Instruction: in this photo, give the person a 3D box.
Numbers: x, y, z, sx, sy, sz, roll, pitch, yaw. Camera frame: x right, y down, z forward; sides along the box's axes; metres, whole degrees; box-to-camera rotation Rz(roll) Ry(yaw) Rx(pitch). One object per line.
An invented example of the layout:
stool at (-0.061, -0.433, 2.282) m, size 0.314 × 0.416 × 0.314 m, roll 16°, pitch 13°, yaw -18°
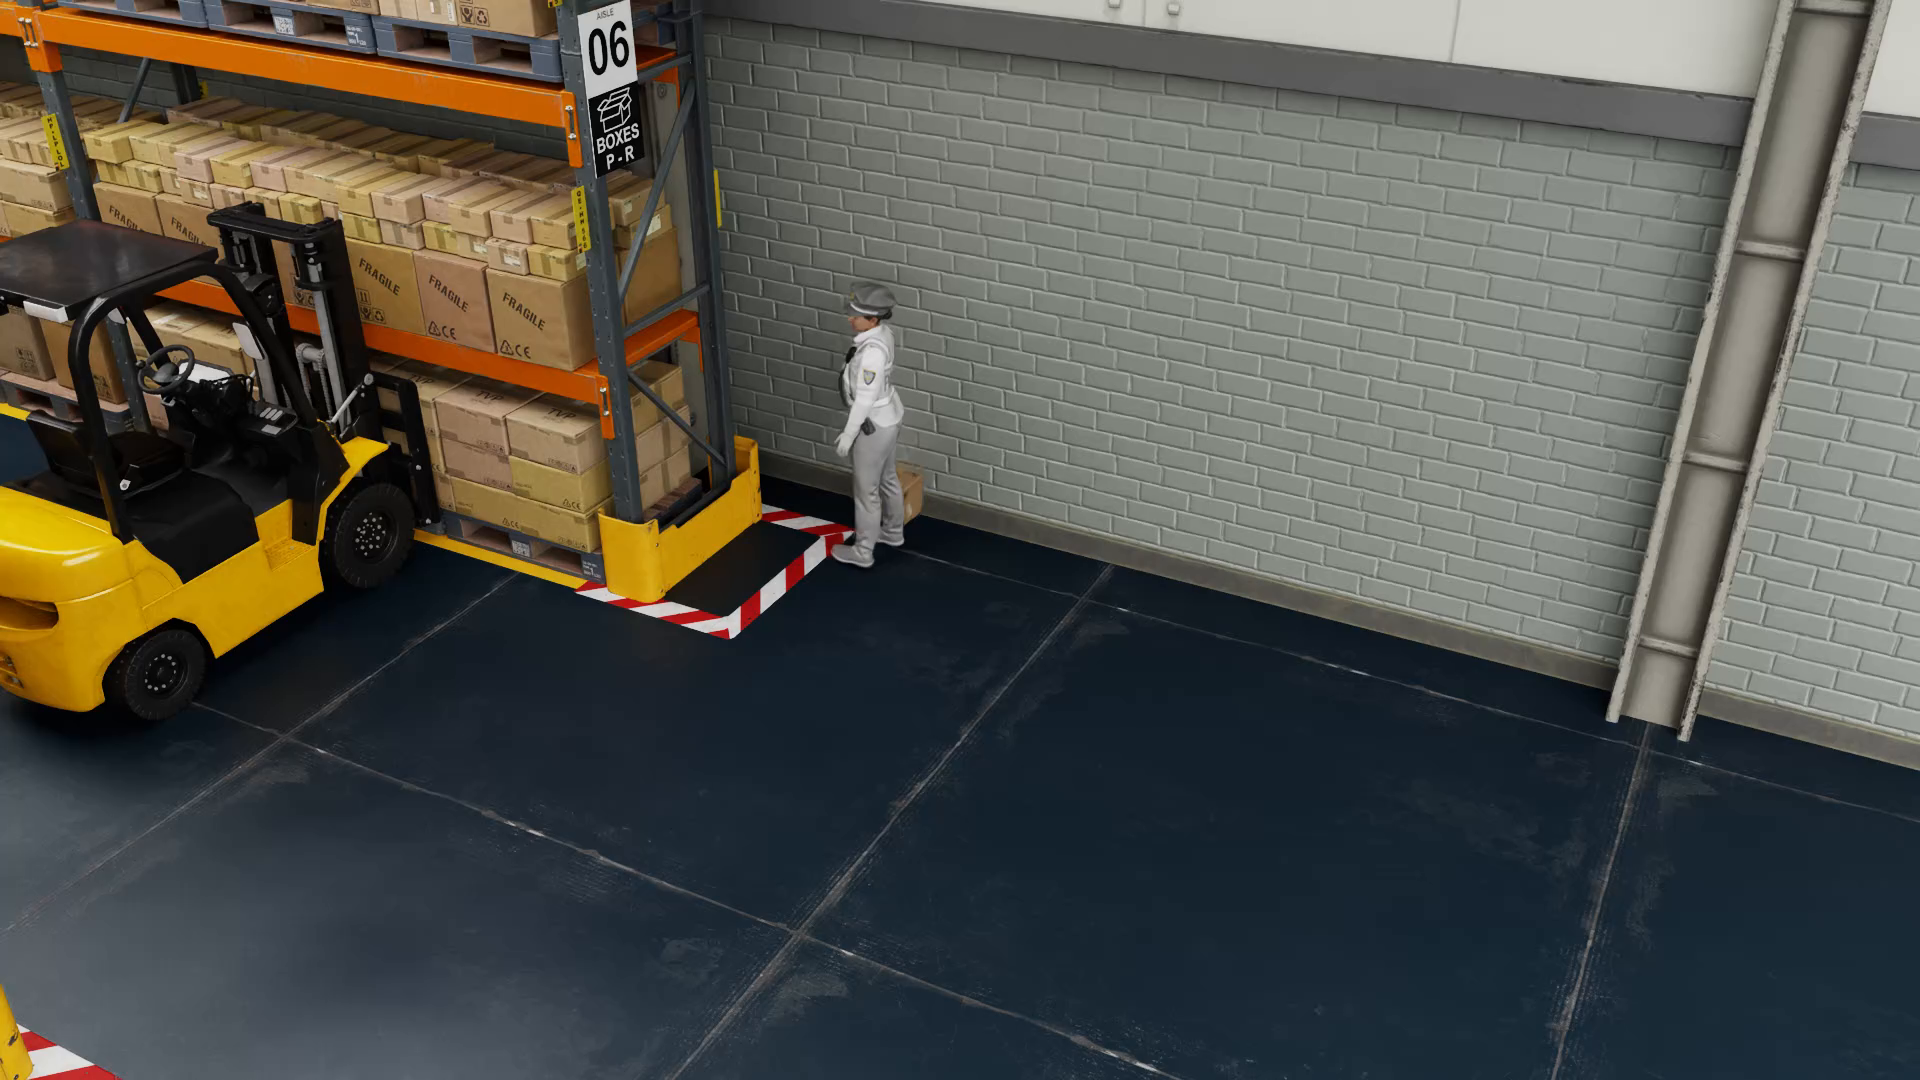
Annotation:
person at (-0.529, -0.645, 9.329) m, size 0.434 × 1.684 × 0.515 m, roll 3°, pitch 30°, yaw 6°
